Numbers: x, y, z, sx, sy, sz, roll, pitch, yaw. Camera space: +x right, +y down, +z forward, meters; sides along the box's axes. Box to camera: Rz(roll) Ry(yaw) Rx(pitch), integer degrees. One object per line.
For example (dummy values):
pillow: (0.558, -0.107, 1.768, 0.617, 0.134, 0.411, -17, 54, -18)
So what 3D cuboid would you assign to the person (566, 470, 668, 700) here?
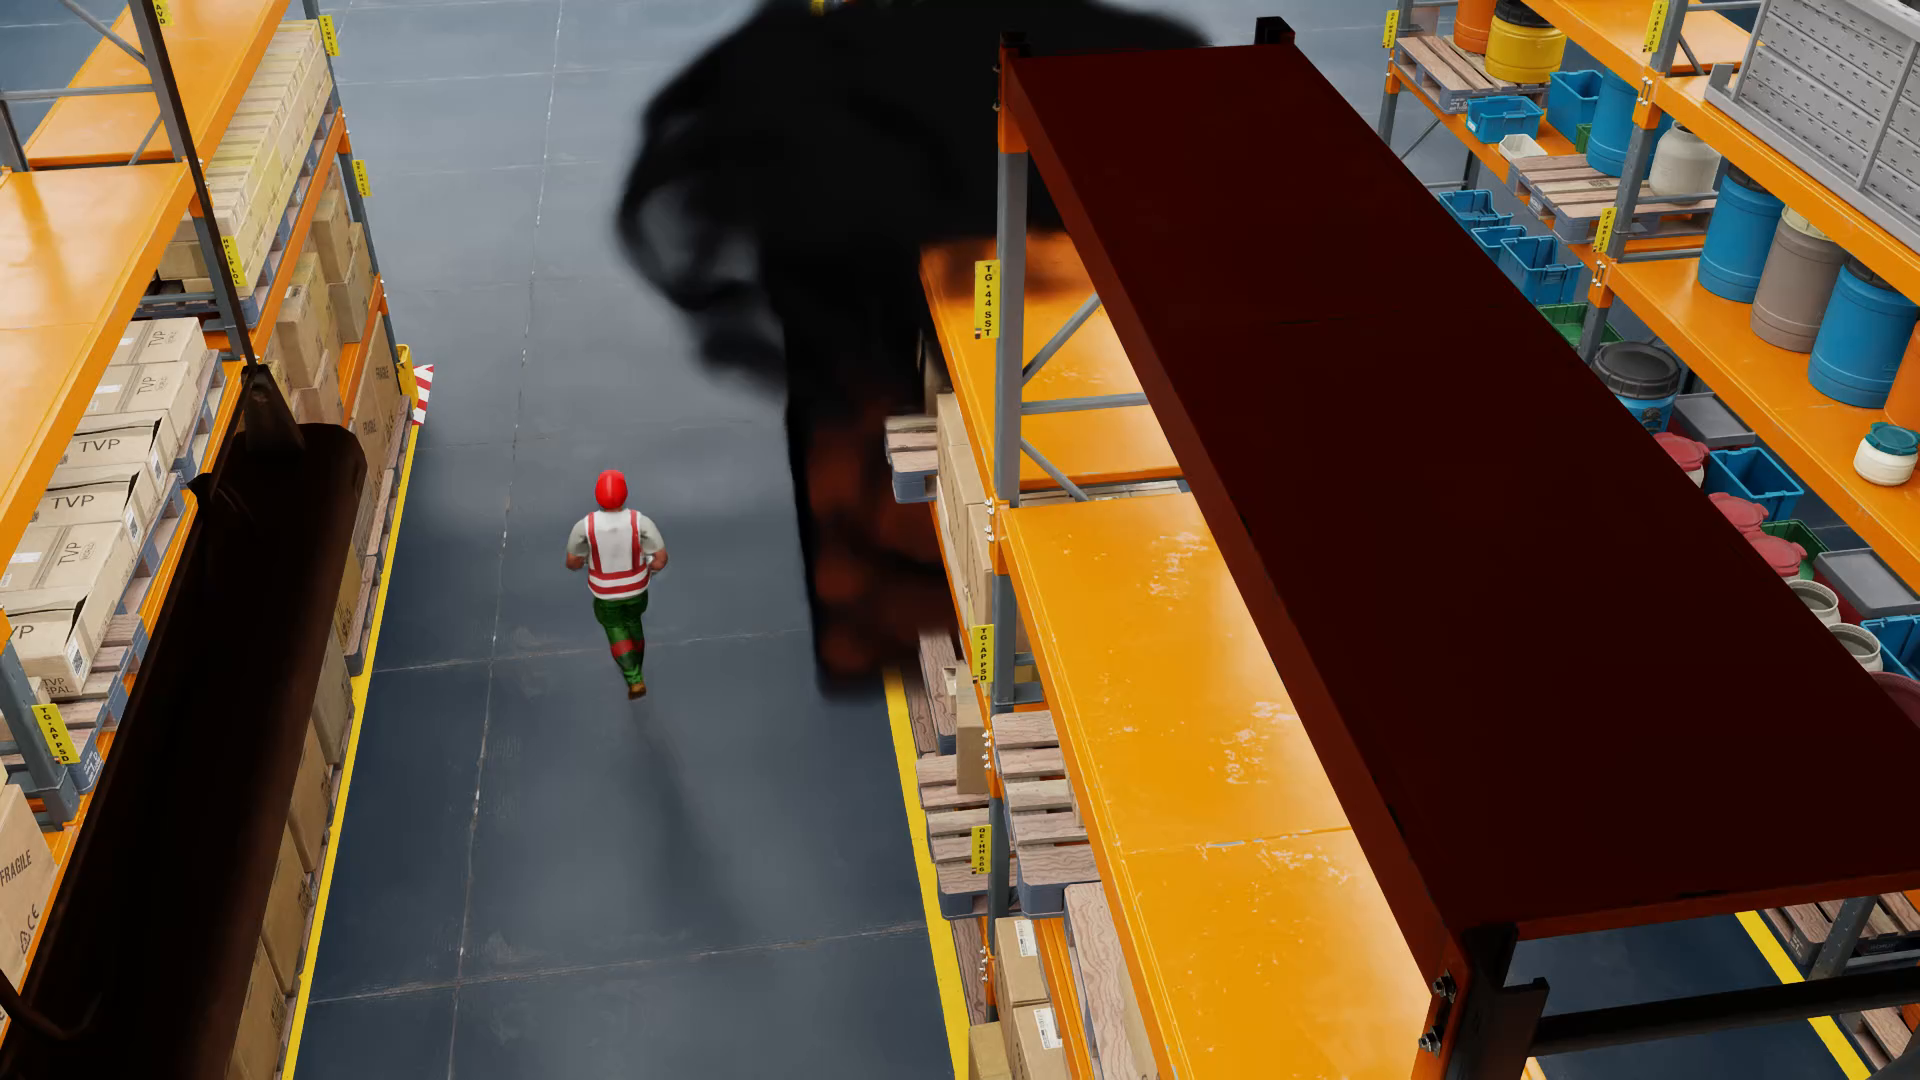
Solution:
person: (-2.261, 0.306, 11.071, 0.650, 1.777, 0.610, -9, 37, -12)
